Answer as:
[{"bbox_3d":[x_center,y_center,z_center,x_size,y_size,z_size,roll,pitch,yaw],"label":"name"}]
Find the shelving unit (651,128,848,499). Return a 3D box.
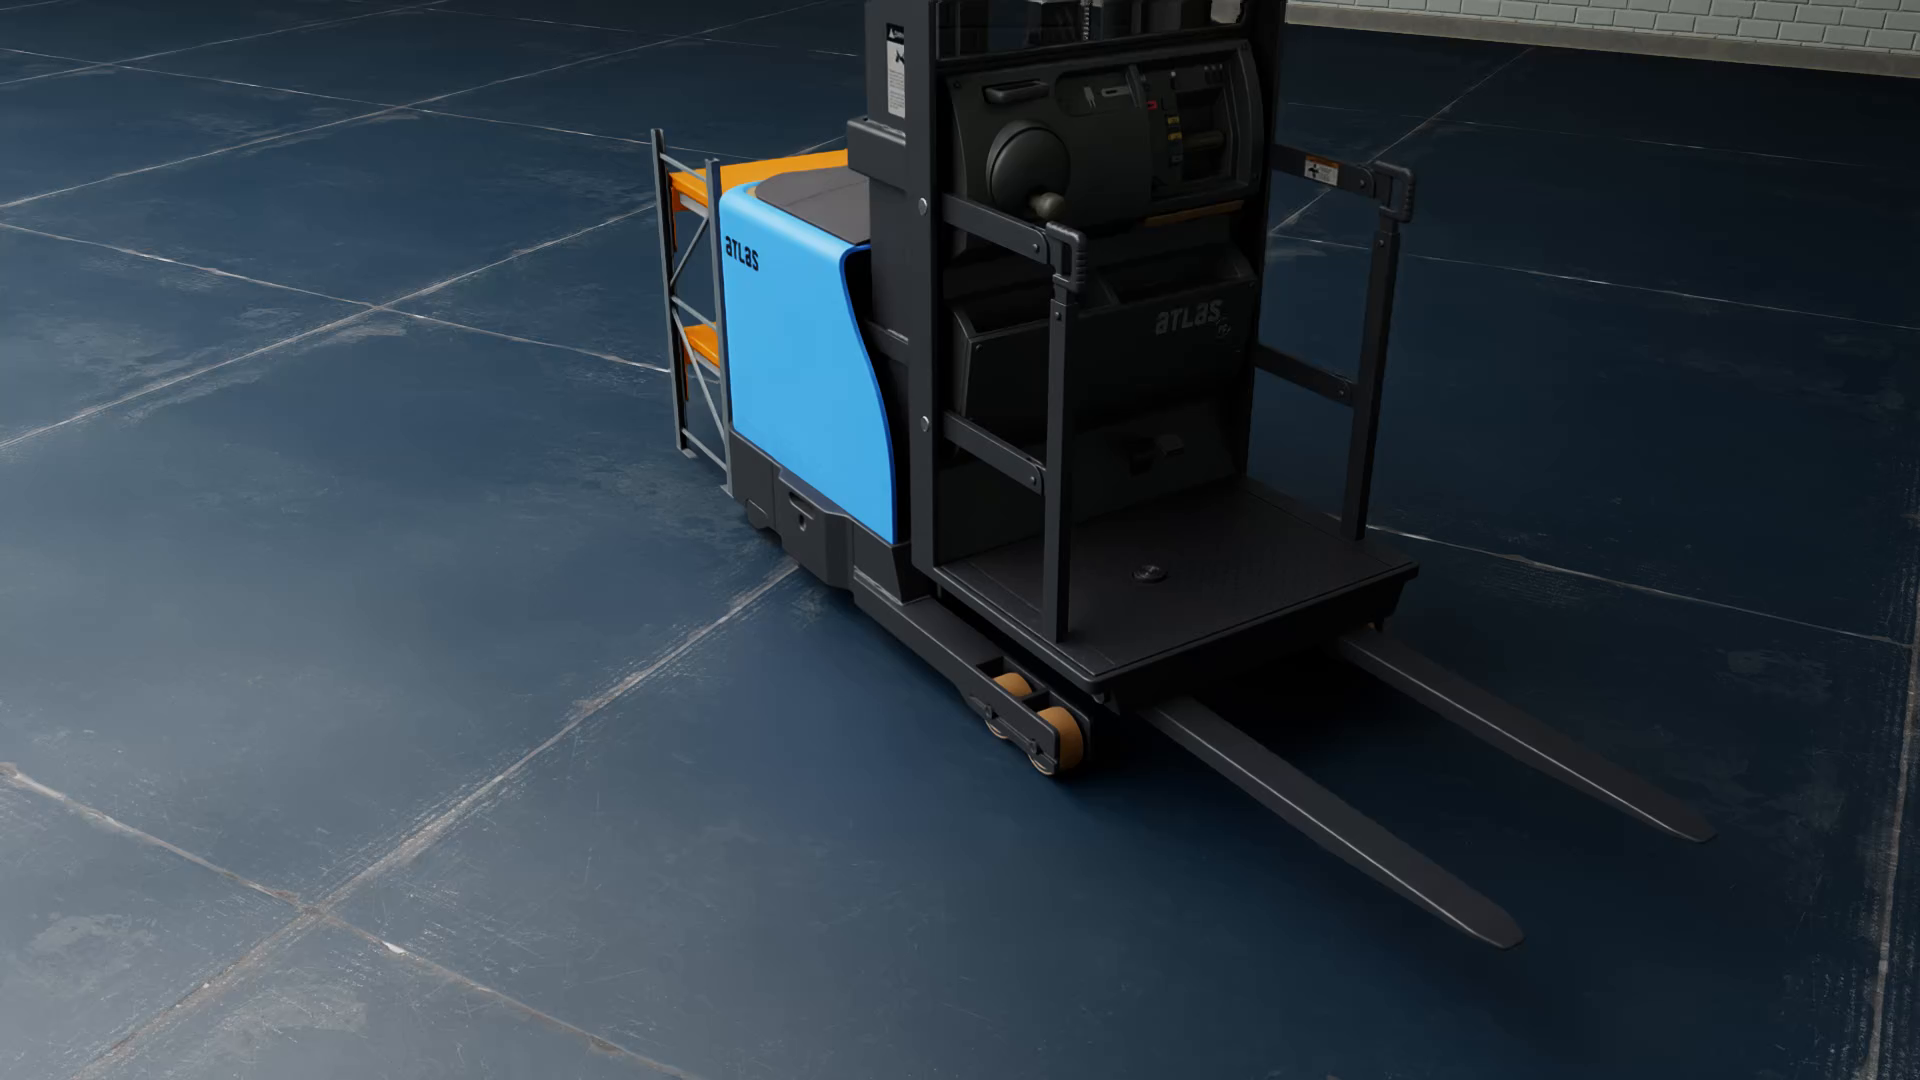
[{"bbox_3d":[-0.428,-0.853,5.697,1.048,1.125,0.538,-15,30,-27],"label":"shelving unit"}]

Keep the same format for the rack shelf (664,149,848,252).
[{"bbox_3d":[-0.428,-1.115,5.566,1.000,0.278,0.538,-15,30,-27],"label":"rack shelf"}]

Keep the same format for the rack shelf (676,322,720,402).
[{"bbox_3d":[-0.428,-0.634,5.807,1.000,0.278,0.538,-15,30,-27],"label":"rack shelf"}]

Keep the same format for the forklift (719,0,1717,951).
[{"bbox_3d":[0.493,-0.975,3.924,1.130,2.935,3.031,-16,31,-29],"label":"forklift"}]

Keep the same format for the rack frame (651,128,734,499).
[{"bbox_3d":[-0.866,-0.738,5.467,0.032,1.125,0.500,-15,30,-27],"label":"rack frame"}]
